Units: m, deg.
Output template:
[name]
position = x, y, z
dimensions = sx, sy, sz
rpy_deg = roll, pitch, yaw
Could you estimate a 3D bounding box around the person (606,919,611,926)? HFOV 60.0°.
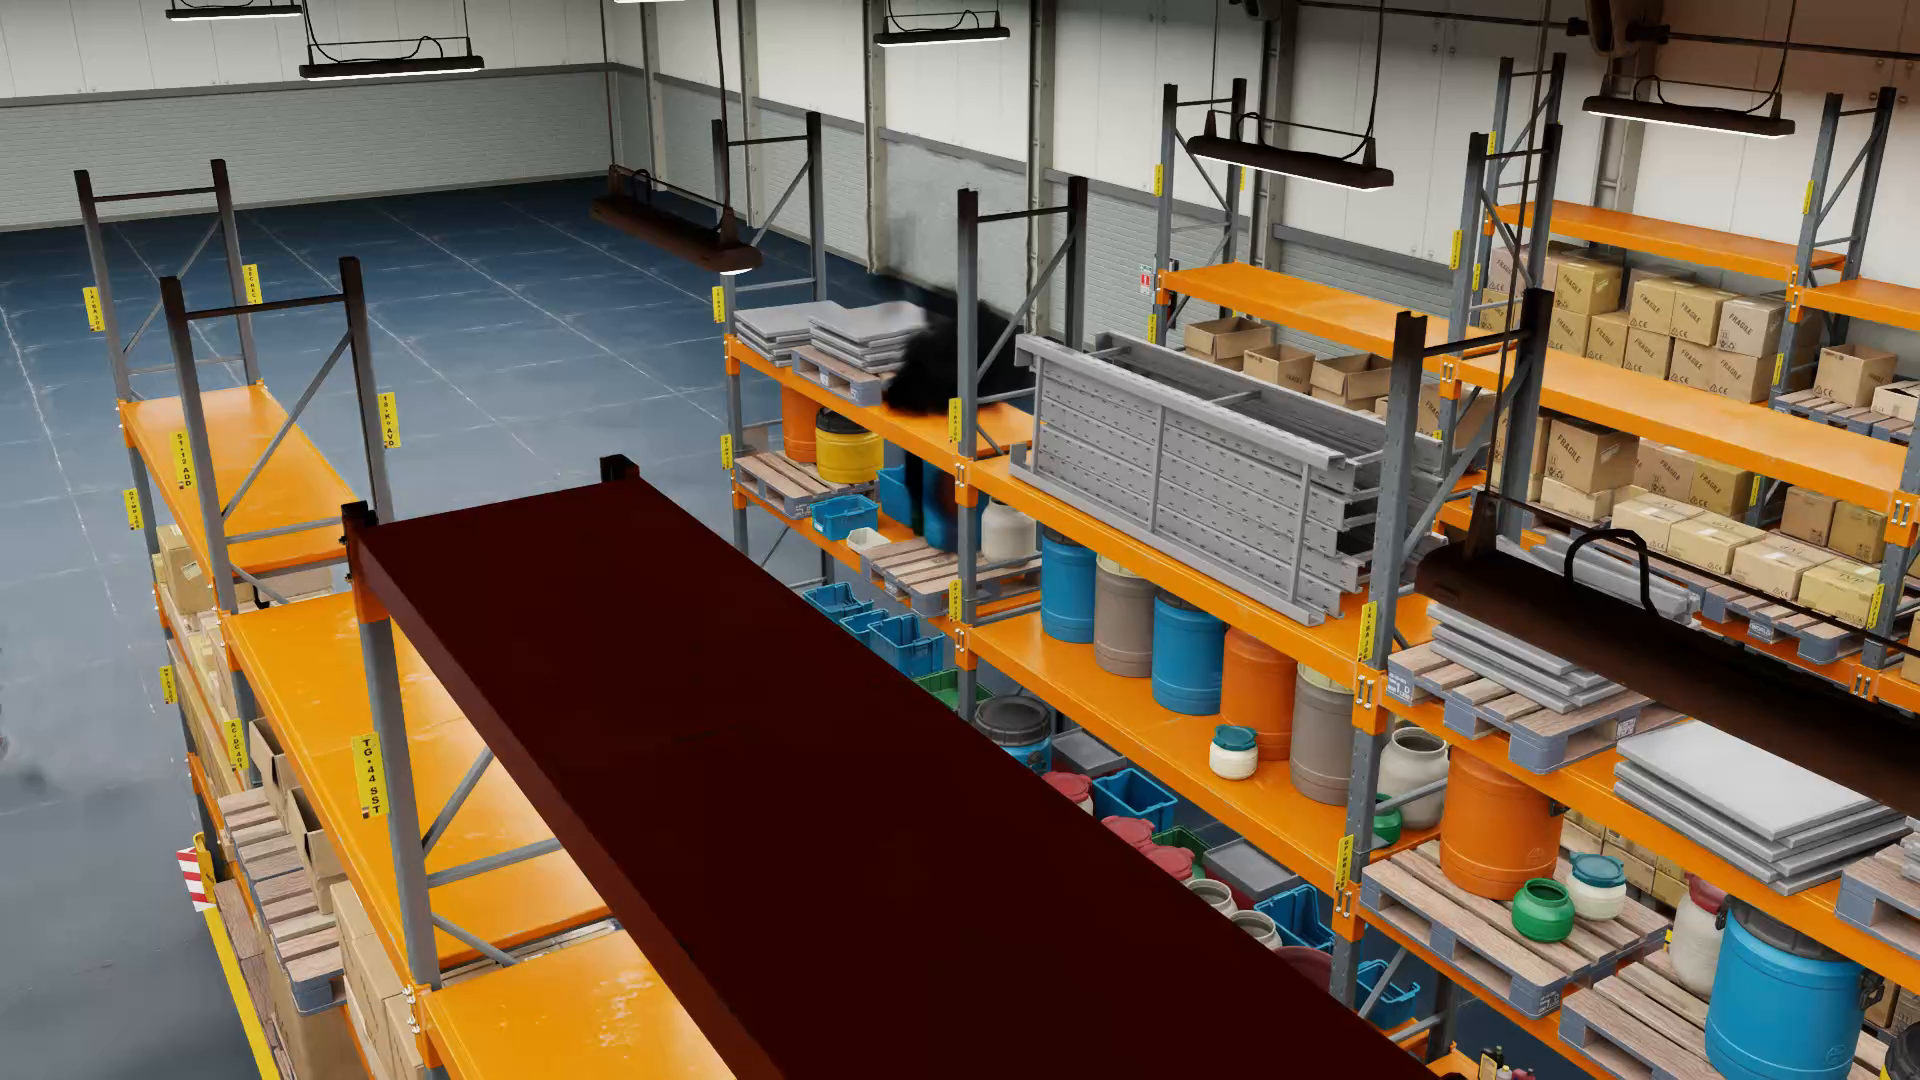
[person]
position = -3.060, 2.544, 12.988
dimensions = 0.688, 1.565, 0.524
rpy_deg = 18, 28, 38
